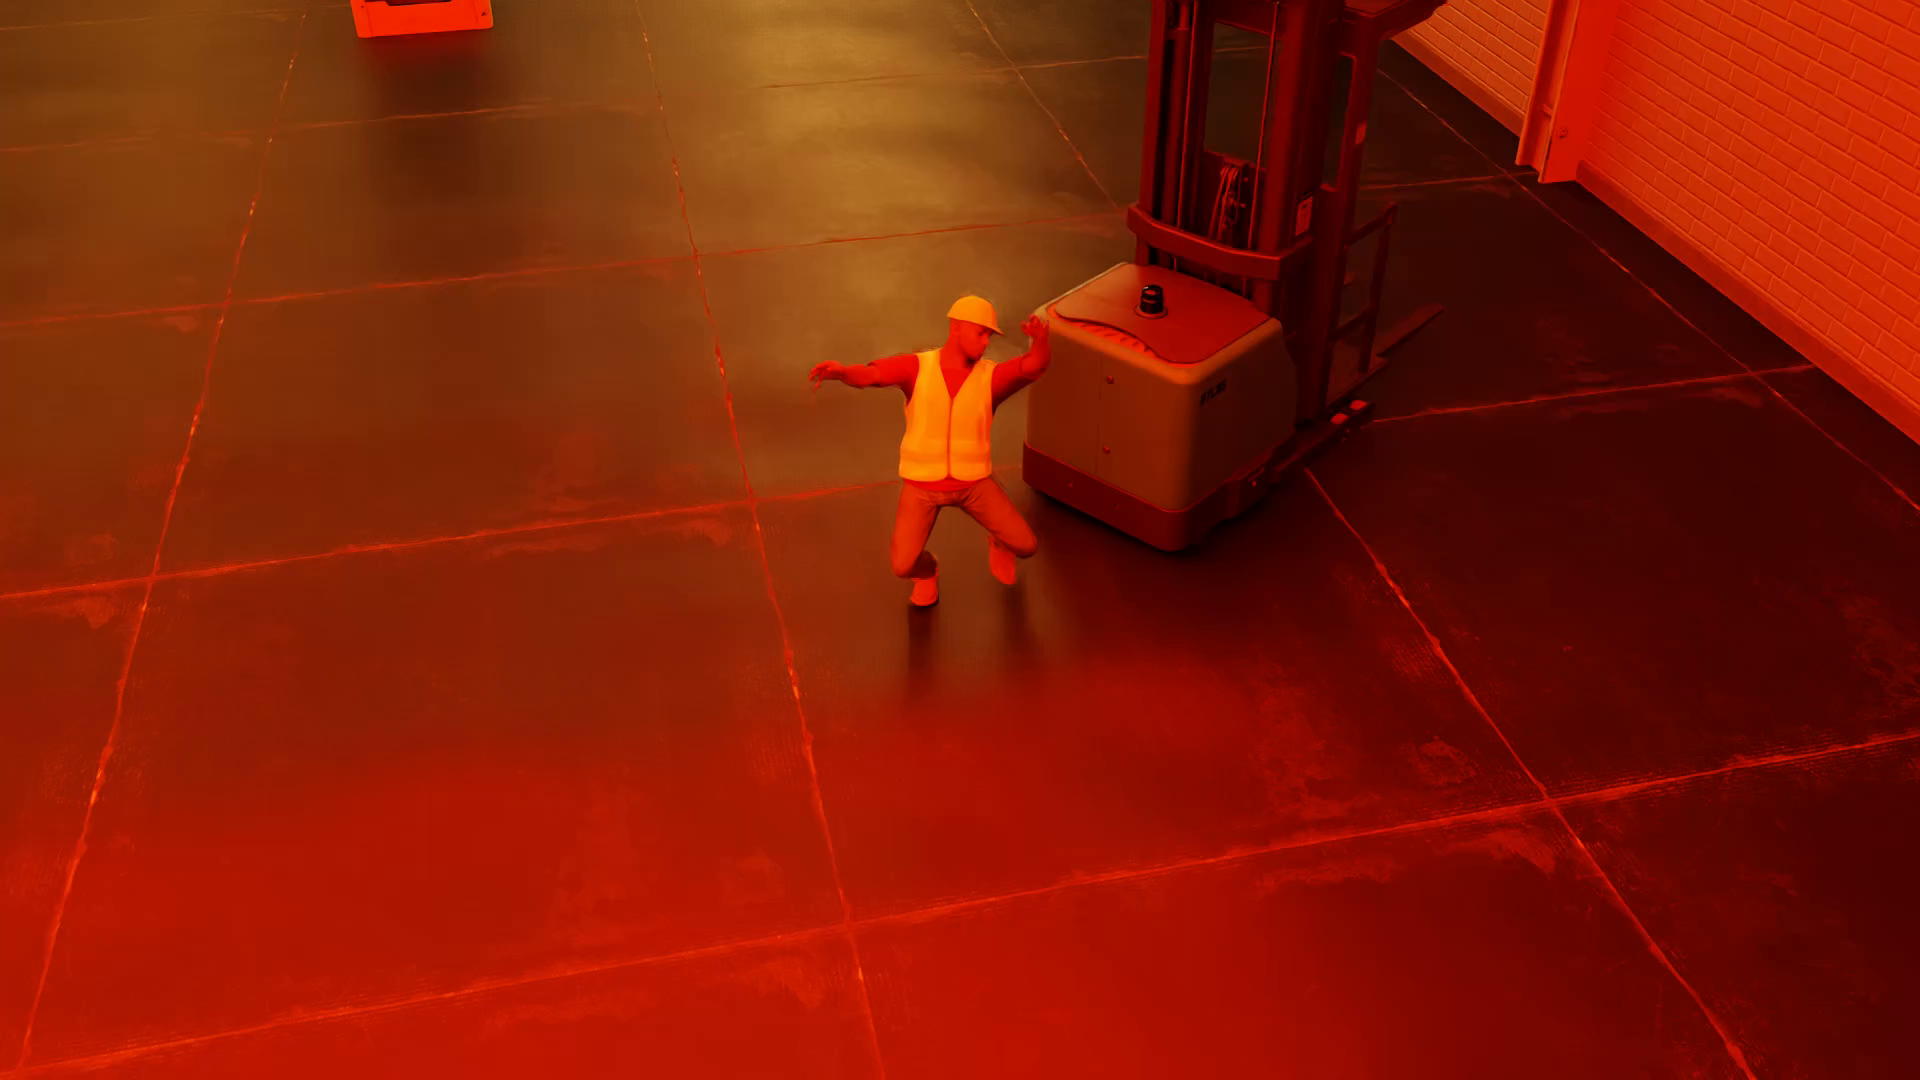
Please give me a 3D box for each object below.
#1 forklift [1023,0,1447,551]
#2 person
[{"bbox_3d":[1.696,-1.911,8.706,1.130,2.935,3.031,28,44,33],"label":"forklift"},{"bbox_3d":[-0.153,-0.418,7.725,1.085,1.628,0.707,-5,36,-7],"label":"person"}]
